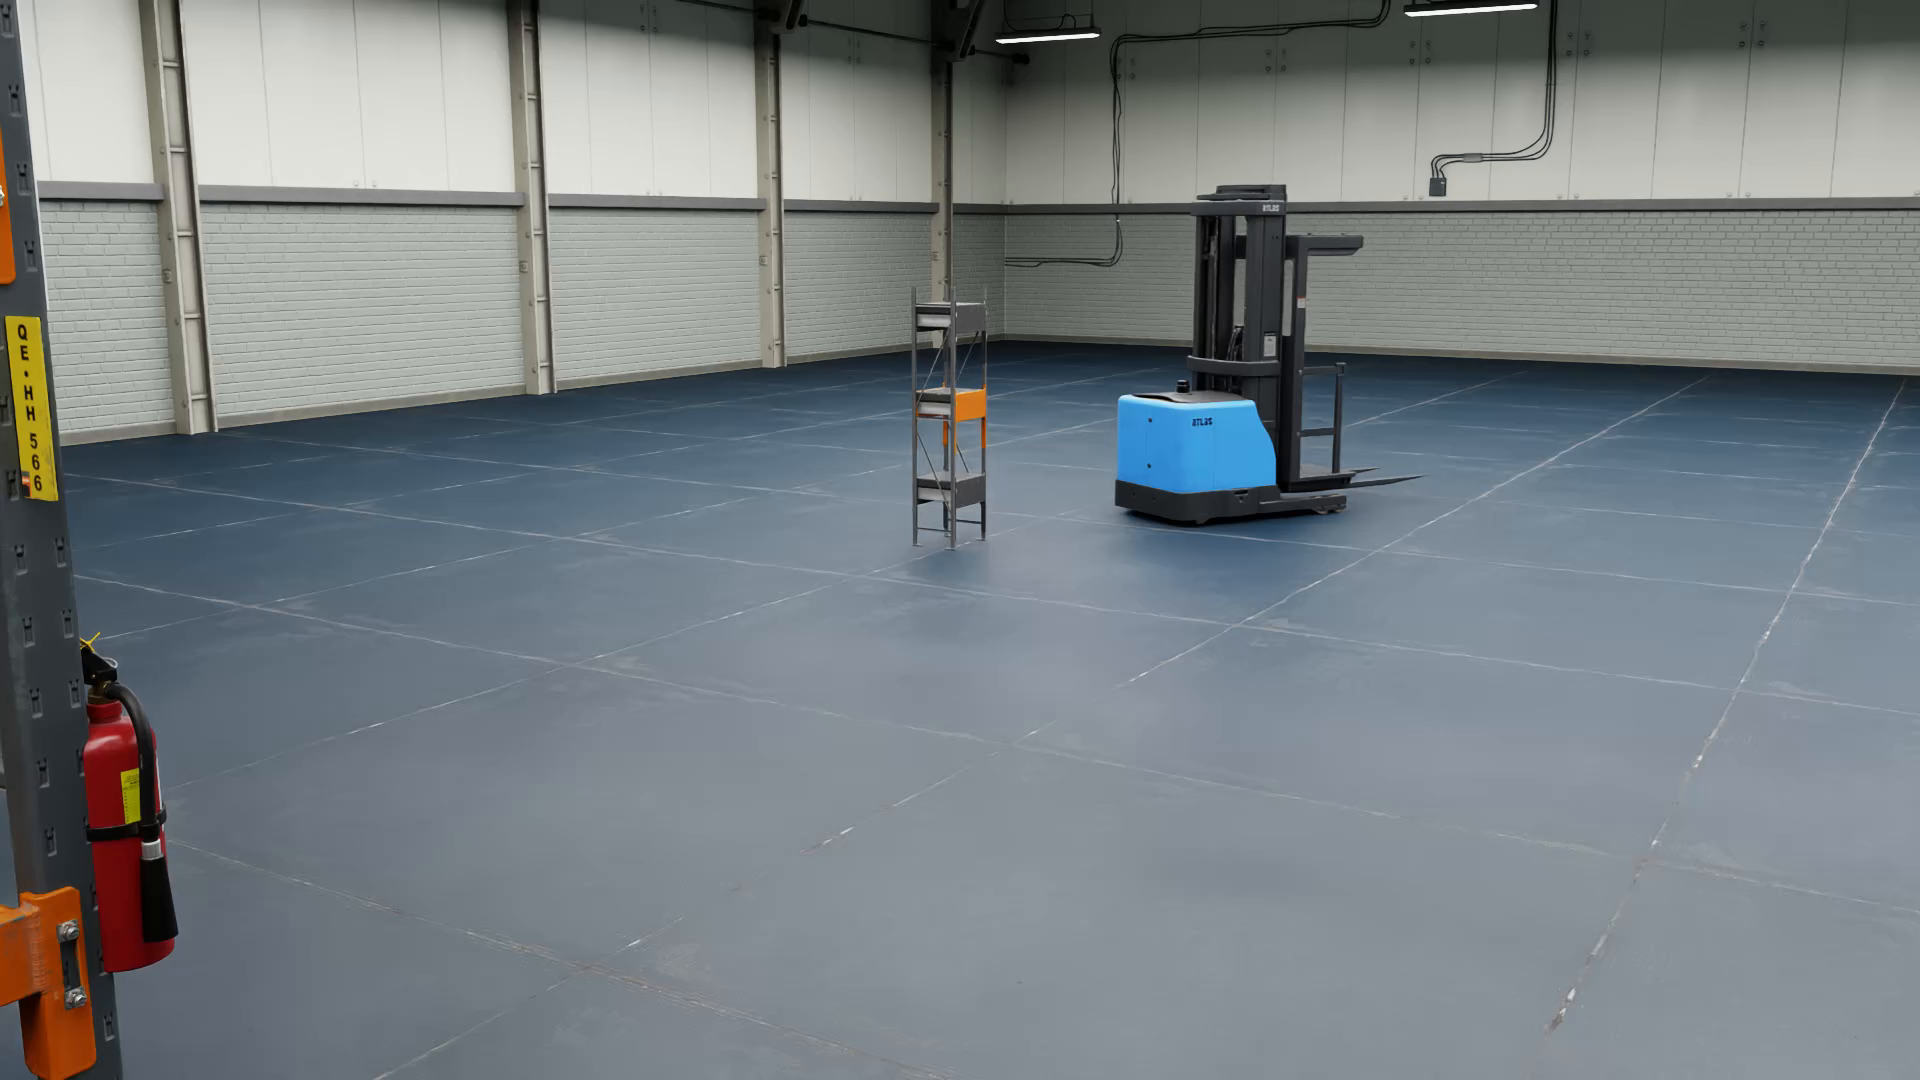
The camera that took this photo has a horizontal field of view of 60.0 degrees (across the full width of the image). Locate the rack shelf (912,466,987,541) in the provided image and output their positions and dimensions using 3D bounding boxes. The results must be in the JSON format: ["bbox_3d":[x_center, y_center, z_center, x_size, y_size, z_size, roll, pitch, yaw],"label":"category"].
[{"bbox_3d":[-0.086,-0.305,13.668,0.431,0.518,0.480,6,12,31],"label":"rack shelf"}]

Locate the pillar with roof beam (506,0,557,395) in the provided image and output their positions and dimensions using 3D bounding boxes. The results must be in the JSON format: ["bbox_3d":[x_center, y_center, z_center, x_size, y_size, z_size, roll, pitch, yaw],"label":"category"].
[{"bbox_3d":[-2.935,-6.330,23.226,9.100,9.000,0.400,6,12,31],"label":"pillar with roof beam"}]

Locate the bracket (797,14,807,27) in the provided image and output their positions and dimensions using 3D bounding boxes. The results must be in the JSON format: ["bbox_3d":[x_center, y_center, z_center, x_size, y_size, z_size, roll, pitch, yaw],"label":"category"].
[{"bbox_3d":[-2.981,-9.485,30.299,0.235,0.232,0.430,6,12,31],"label":"bracket"}]

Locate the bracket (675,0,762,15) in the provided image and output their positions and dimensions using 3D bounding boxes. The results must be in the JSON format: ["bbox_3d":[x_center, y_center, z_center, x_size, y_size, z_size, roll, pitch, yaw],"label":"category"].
[{"bbox_3d":[-4.749,-8.950,27.438,0.076,0.066,4.783,6,12,31],"label":"bracket"}]

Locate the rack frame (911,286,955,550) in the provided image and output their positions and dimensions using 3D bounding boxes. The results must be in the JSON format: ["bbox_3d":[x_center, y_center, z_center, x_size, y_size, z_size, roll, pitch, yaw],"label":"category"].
[{"bbox_3d":[-0.213,-0.968,13.331,0.400,2.100,0.015,6,12,31],"label":"rack frame"}]

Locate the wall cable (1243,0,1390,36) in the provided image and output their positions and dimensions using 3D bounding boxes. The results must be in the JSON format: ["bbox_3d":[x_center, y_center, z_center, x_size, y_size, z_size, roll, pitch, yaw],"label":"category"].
[{"bbox_3d":[7.232,-11.603,33.746,3.097,2.526,0.112,6,12,31],"label":"wall cable"}]

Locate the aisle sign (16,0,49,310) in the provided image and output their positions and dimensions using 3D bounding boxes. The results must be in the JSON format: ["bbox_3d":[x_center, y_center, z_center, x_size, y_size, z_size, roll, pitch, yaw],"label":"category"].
[{"bbox_3d":[-1.825,-0.823,3.051,0.394,0.787,0.004,6,12,31],"label":"aisle sign"}]

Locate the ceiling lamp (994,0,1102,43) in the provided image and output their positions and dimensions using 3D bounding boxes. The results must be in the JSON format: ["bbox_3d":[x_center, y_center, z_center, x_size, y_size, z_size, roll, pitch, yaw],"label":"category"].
[{"bbox_3d":[1.669,-10.436,29.296,2.000,3.185,0.800,6,12,31],"label":"ceiling lamp"}]

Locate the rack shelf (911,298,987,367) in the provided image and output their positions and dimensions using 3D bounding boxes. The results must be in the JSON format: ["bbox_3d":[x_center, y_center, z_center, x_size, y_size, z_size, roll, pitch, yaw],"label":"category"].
[{"bbox_3d":[-0.086,-1.681,13.410,0.431,0.518,0.480,6,12,31],"label":"rack shelf"}]

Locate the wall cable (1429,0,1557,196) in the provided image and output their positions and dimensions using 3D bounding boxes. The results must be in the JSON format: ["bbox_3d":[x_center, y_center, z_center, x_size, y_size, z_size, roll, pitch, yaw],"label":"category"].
[{"bbox_3d":[10.381,-9.728,32.133,2.305,6.003,0.169,6,12,31],"label":"wall cable"}]

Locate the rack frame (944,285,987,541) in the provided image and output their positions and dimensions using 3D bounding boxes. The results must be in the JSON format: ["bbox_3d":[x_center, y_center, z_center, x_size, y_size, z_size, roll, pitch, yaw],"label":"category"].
[{"bbox_3d":[0.041,-1.044,13.741,0.400,2.100,0.015,6,12,31],"label":"rack frame"}]

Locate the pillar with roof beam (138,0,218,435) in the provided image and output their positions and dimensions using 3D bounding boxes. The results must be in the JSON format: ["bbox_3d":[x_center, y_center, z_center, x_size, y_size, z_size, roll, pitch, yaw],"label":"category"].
[{"bbox_3d":[-6.050,-5.386,18.185,9.100,9.000,0.400,6,12,31],"label":"pillar with roof beam"}]

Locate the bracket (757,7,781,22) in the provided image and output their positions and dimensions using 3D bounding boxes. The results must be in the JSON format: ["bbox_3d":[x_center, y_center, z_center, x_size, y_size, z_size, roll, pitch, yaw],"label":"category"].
[{"bbox_3d":[-3.411,-9.355,29.602,0.235,0.232,0.430,6,12,31],"label":"bracket"}]

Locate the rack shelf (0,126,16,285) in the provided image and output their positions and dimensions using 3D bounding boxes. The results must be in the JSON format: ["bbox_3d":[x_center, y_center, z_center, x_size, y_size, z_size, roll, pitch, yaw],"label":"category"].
[{"bbox_3d":[-3.152,-0.371,1.501,1.077,0.370,4.000,6,12,31],"label":"rack shelf"}]

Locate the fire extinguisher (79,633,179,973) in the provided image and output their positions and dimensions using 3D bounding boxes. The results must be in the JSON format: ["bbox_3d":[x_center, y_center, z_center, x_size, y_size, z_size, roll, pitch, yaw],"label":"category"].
[{"bbox_3d":[-1.661,0.499,3.259,0.296,0.674,0.183,6,12,31],"label":"fire extinguisher"}]

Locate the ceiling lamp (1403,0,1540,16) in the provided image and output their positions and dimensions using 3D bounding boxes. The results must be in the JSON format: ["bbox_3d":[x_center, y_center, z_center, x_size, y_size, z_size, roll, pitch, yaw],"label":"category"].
[{"bbox_3d":[7.985,-9.730,25.525,2.000,3.185,0.800,6,12,31],"label":"ceiling lamp"}]

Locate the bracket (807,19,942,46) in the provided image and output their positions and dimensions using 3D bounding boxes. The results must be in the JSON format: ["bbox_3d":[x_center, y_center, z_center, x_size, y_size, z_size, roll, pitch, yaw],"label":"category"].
[{"bbox_3d":[-1.634,-9.893,32.478,0.076,0.066,4.783,6,12,31],"label":"bracket"}]

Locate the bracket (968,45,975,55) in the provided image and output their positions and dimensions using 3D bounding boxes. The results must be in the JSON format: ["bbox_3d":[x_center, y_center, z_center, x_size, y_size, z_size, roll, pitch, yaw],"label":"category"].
[{"bbox_3d":[0.135,-10.429,35.340,0.235,0.232,0.430,6,12,31],"label":"bracket"}]

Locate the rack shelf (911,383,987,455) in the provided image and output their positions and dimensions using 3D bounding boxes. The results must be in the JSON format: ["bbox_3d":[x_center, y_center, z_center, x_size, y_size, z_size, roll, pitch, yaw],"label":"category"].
[{"bbox_3d":[-0.086,-0.993,13.539,0.431,0.518,0.480,6,12,31],"label":"rack shelf"}]

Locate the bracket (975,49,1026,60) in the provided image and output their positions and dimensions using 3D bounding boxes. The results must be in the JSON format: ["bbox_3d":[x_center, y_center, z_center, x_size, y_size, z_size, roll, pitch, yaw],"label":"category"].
[{"bbox_3d":[1.058,-10.709,36.834,0.076,0.066,3.189,6,12,31],"label":"bracket"}]

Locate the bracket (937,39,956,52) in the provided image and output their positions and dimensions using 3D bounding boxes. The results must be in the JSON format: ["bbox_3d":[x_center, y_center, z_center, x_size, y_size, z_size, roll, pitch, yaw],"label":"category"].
[{"bbox_3d":[-0.296,-10.299,34.642,0.235,0.232,0.430,6,12,31],"label":"bracket"}]

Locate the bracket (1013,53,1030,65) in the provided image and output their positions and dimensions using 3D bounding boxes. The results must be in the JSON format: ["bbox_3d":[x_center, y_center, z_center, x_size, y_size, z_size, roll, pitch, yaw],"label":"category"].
[{"bbox_3d":[1.365,-10.802,37.331,0.235,0.232,0.430,6,12,31],"label":"bracket"}]

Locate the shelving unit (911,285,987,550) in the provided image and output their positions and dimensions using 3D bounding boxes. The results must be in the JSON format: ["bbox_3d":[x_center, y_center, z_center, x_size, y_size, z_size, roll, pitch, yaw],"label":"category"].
[{"bbox_3d":[-0.086,-1.006,13.536,0.431,2.100,0.503,6,12,31],"label":"shelving unit"}]

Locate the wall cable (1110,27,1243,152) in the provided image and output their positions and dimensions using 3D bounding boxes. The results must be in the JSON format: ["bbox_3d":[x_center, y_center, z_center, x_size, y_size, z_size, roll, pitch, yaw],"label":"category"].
[{"bbox_3d":[4.587,-9.663,35.744,3.097,2.526,0.112,6,12,31],"label":"wall cable"}]

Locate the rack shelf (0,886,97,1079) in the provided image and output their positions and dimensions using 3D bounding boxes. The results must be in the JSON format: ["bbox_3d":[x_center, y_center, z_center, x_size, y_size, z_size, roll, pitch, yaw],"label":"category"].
[{"bbox_3d":[-3.152,1.104,1.777,1.077,0.370,4.000,6,12,31],"label":"rack shelf"}]

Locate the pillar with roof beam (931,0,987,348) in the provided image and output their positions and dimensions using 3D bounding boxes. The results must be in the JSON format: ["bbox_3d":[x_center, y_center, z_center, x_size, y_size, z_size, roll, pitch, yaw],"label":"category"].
[{"bbox_3d":[3.295,-8.217,33.307,9.100,9.000,0.548,6,12,31],"label":"pillar with roof beam"}]

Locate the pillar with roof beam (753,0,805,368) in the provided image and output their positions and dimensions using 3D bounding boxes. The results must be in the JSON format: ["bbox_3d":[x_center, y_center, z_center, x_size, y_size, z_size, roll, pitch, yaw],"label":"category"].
[{"bbox_3d":[0.180,-7.274,28.266,9.100,9.000,0.548,6,12,31],"label":"pillar with roof beam"}]

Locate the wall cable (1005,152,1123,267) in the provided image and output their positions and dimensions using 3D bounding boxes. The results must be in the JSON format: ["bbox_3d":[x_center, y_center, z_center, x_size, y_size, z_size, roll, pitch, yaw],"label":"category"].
[{"bbox_3d":[2.275,-7.439,37.589,3.097,2.526,0.112,6,12,31],"label":"wall cable"}]

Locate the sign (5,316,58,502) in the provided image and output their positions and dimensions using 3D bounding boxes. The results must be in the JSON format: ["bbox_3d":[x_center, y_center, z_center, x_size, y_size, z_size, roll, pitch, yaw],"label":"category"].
[{"bbox_3d":[-1.650,-0.233,2.956,0.100,0.325,0.005,6,12,31],"label":"sign"}]

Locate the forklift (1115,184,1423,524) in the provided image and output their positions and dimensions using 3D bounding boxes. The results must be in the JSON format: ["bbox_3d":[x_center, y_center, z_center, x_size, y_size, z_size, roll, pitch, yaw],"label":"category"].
[{"bbox_3d":[2.952,-1.750,15.252,3.031,2.935,1.130,-6,12,-29],"label":"forklift"}]
